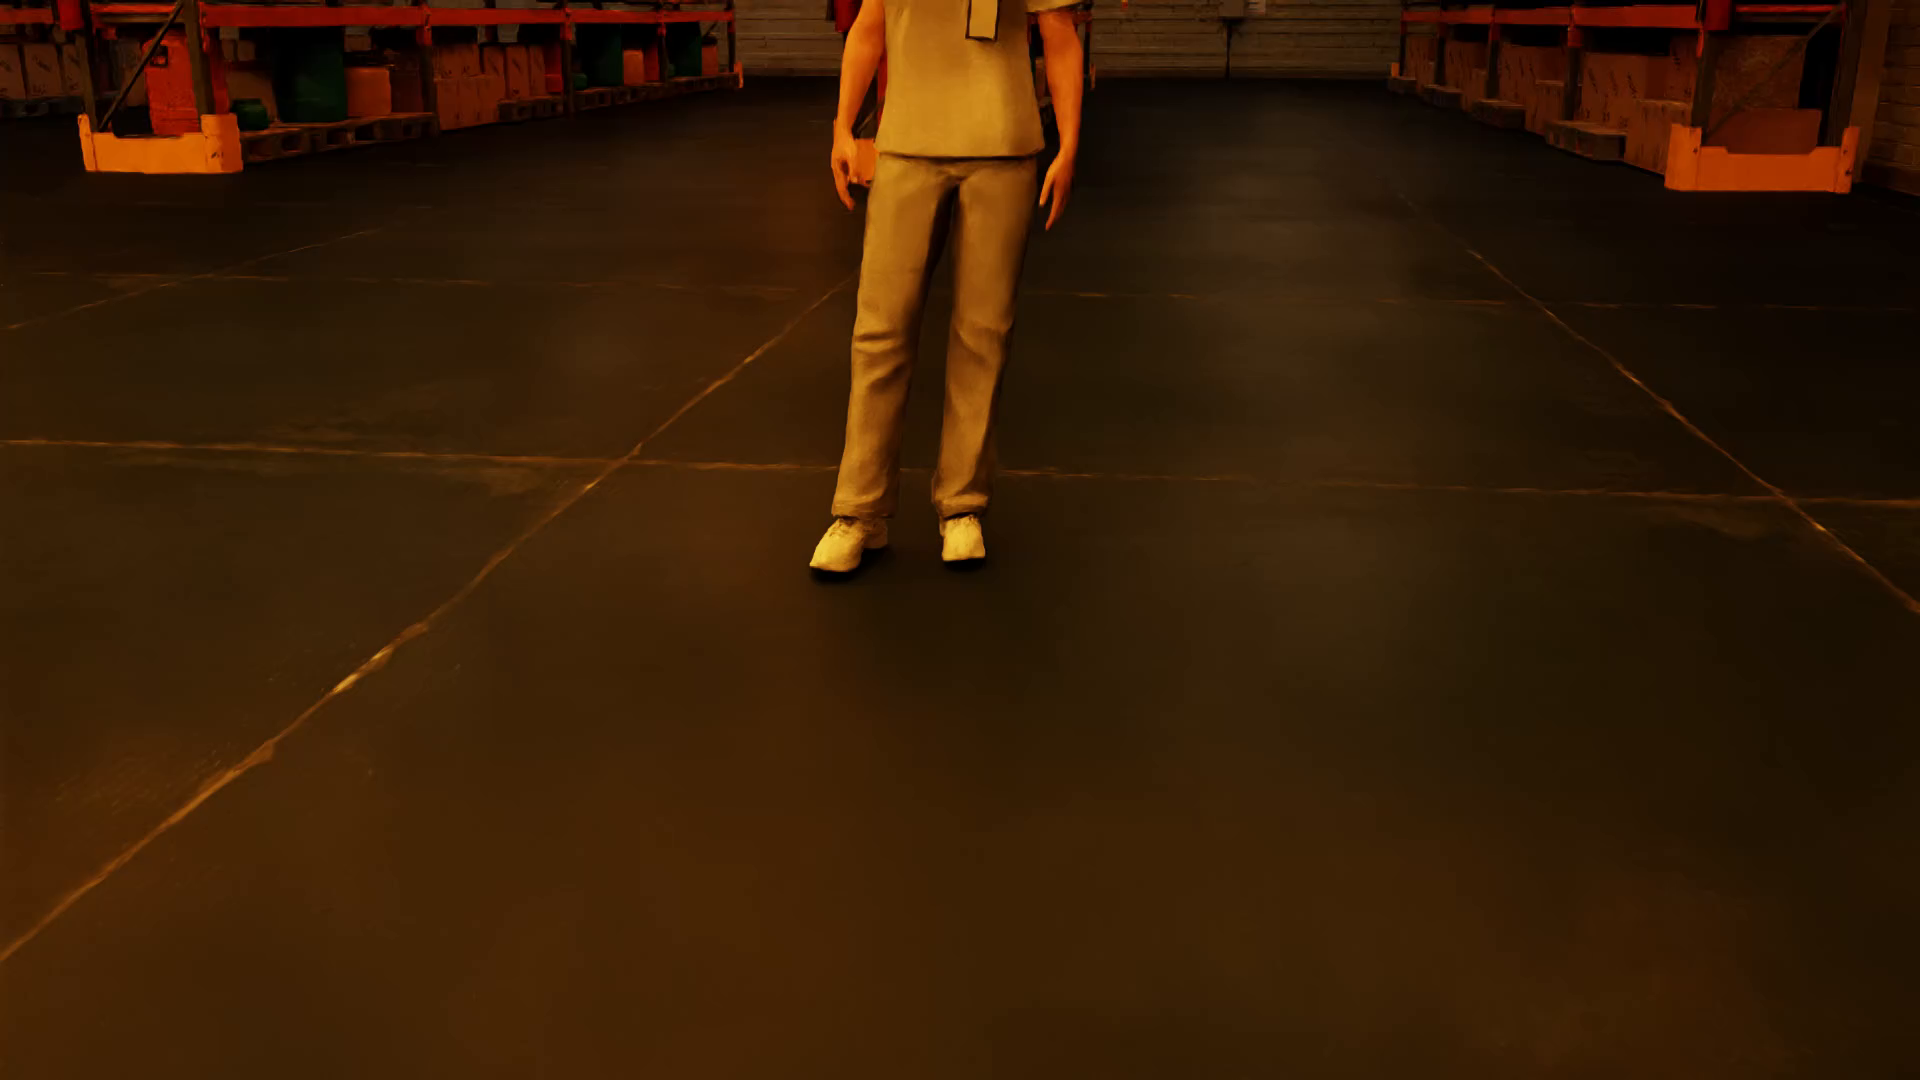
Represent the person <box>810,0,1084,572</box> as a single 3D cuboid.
[{"bbox_3d":[-0.022,-0.784,3.504,0.550,1.674,0.548,2,18,7],"label":"person"}]
